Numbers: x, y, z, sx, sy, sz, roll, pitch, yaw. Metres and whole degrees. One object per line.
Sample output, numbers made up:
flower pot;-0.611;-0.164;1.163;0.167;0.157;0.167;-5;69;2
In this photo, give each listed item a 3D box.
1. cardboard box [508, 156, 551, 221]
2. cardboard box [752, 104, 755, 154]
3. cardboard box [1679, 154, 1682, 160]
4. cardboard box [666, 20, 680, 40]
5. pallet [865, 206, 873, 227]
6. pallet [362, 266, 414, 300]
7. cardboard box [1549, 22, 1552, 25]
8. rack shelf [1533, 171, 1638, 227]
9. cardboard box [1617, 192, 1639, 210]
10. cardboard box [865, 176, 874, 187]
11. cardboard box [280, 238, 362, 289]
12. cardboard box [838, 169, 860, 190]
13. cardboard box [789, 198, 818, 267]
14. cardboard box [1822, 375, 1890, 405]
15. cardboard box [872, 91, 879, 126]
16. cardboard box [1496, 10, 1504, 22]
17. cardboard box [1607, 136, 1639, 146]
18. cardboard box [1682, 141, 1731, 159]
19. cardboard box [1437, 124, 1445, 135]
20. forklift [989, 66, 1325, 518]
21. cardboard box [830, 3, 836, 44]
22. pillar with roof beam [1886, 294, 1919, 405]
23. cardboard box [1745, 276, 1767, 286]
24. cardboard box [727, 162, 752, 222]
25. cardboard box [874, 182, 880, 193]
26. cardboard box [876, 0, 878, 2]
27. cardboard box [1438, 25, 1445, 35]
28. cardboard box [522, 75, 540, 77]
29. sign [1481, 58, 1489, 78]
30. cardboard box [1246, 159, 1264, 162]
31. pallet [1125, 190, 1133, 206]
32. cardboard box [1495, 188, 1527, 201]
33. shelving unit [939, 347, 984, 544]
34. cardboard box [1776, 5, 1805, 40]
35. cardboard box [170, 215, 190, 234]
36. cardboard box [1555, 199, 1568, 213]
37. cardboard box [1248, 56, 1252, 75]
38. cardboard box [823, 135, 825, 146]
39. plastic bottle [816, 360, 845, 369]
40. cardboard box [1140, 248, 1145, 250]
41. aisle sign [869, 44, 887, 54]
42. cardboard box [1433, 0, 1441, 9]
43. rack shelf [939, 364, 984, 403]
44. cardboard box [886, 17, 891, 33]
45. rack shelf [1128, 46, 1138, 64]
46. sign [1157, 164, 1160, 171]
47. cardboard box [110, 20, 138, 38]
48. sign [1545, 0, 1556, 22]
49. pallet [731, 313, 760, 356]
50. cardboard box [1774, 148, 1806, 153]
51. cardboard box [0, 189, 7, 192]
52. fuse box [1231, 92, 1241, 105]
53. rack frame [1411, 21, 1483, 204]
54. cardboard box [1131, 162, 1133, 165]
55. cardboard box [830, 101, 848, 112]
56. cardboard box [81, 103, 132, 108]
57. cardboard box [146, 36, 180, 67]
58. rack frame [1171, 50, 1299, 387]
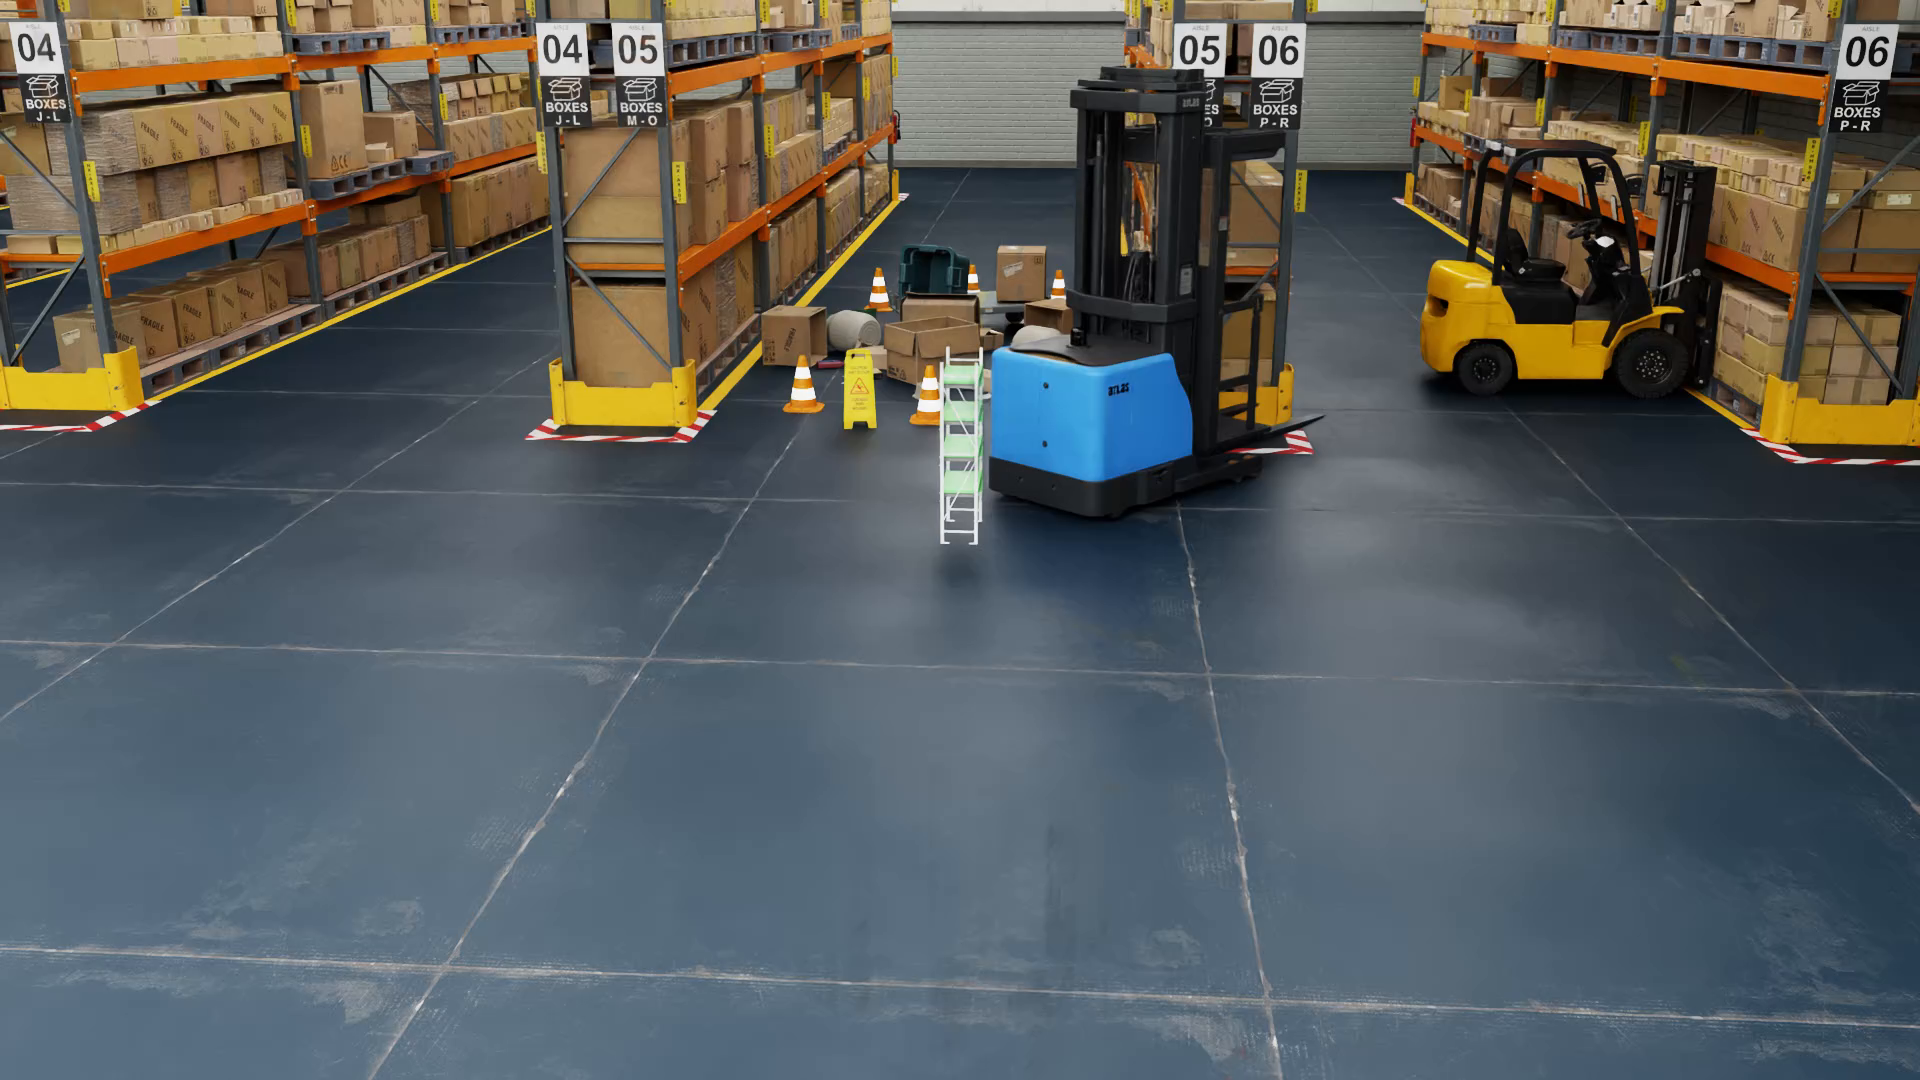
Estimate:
cardboard box;-6.912;-5.293;24.998;1.225;0.875;0.875;1;18;4
cardboard box;-2.490;-4.353;17.624;0.700;0.500;0.500;1;18;3
cardboard box;7.083;-3.588;15.853;0.380;0.149;0.250;1;18;4
cardboard box;-2.462;-4.086;13.327;0.380;0.149;0.250;1;18;4
pallet;-1.934;-5.045;25.980;1.003;0.211;1.213;1;18;4
pallet;-7.321;-3.115;20.089;1.003;0.211;1.213;1;18;4
cardboard box;7.448;-6.389;20.386;0.380;0.149;0.250;2;18;5
rack shelf;7.519;-3.766;18.756;1.077;0.370;4.000;1;18;4
cardboard box;7.151;-3.578;17.267;0.500;0.250;0.500;2;18;5
cardboard box;-1.572;-5.713;26.489;0.380;0.149;0.250;2;18;5
cardboard box;-7.341;-3.177;19.110;0.700;0.500;0.500;1;18;4
cardboard box;-1.748;-5.292;24.390;0.500;0.250;0.500;1;18;2
cardboard box;-2.367;-3.862;20.829;1.050;0.750;0.750;1;18;3
cardboard box;7.319;-1.286;13.771;0.500;0.250;0.500;1;18;4
cardboard box;-1.559;-6.807;26.241;0.500;0.500;0.500;1;18;3
cardboard box;7.433;-7.045;22.357;0.380;0.149;0.250;2;18;5
cardboard box;7.217;-4.274;17.947;0.380;0.149;0.250;1;18;3
cardboard box;6.998;-3.651;15.570;0.380;0.149;0.250;2;18;5
cardboard box;7.798;-6.517;26.399;0.380;0.149;0.250;2;18;5
forklift;1.602;-1.915;12.060;3.031;2.935;1.130;-17;25;-42
cardboard box;-1.898;-6.718;21.630;0.500;0.500;0.500;1;18;4
pillar with roof beam;3.744;-5.388;12.914;9.100;9.000;0.400;1;18;4
cardboard box;7.435;-2.227;15.039;0.500;0.250;0.500;1;18;3
cardboard box;-2.551;-3.461;16.427;0.875;0.550;0.550;1;18;4
cardboard box;-1.502;-5.731;27.021;0.380;0.149;0.250;1;18;4
cardboard box;-1.514;-8.677;26.567;0.380;0.149;0.250;2;18;5
cardboard box;7.821;-8.108;26.438;0.380;0.149;0.250;1;18;4
cardboard box;-6.554;-7.025;26.103;0.500;0.500;0.500;1;18;4
sign;8.788;-7.896;27.836;0.100;0.325;0.005;1;18;4
cardboard box;2.578;-3.321;15.602;0.500;0.500;0.500;2;18;5
pallet;3.306;-5.748;28.128;1.003;0.211;1.213;1;18;4
cardboard box;7.627;-4.779;22.990;0.380;0.149;0.250;2;18;6
shelving unit;0.012;-0.622;10.893;0.258;1.200;0.503;1;18;4
cardboard box;6.864;-4.196;13.476;0.396;0.266;0.258;1;18;4
cardboard box;-7.405;-2.928;15.444;0.380;0.149;0.250;1;18;4
cardboard box;7.995;-4.365;21.726;0.380;0.149;0.250;2;18;5
cardboard box;2.486;-3.756;13.155;0.380;0.149;0.250;1;18;4
cardboard box;-1.980;-5.216;21.754;0.380;0.149;0.250;2;18;7
plastic bottle;-1.229;-1.689;15.978;0.283;0.061;0.133;-5;19;-15
cardboard box;2.556;-3.150;19.264;0.950;0.372;0.625;2;18;6
aisle sign;-1.355;-8.654;28.342;0.394;0.787;0.004;1;18;4
cardboard box;7.899;-8.657;26.670;0.500;0.250;0.500;1;18;4
rack shelf;0.012;-1.017;10.764;0.258;0.148;0.480;1;18;4
cardboard box;-1.428;-8.610;27.805;0.500;0.250;0.500;1;18;3
rack shelf;2.855;-6.544;22.414;1.077;0.370;4.000;1;18;4
sign;1.586;-3.073;13.118;0.100;0.325;0.005;1;18;4
cardboard box;-7.395;-4.442;14.446;0.380;0.149;0.250;2;18;6
sign;7.122;-6.413;20.031;0.100;0.325;0.005;1;18;4
pallet;-2.652;-2.116;17.043;1.003;0.211;1.213;1;18;4
cardboard box;7.481;-3.403;14.812;0.380;0.149;0.250;2;18;5
cardboard box;-16.637;-6.131;28.120;0.797;0.503;0.637;1;18;4
fuse box;5.751;-8.371;33.722;0.539;1.711;0.414;1;18;4
rack frame;8.236;-7.214;28.122;1.000;3.000;0.127;1;18;4
cardboard box;2.510;-5.090;21.879;0.500;0.250;0.500;2;18;5
cardboard box;-1.819;-6.231;23.894;0.380;0.149;0.250;1;18;2
cardboard box;-7.885;-3.727;15.235;0.500;0.500;0.500;1;18;4
cardboard box;-7.384;-4.388;14.920;0.500;0.250;0.500;1;18;4
rack frame;2.138;-2.354;13.291;1.000;3.000;0.127;1;18;4
